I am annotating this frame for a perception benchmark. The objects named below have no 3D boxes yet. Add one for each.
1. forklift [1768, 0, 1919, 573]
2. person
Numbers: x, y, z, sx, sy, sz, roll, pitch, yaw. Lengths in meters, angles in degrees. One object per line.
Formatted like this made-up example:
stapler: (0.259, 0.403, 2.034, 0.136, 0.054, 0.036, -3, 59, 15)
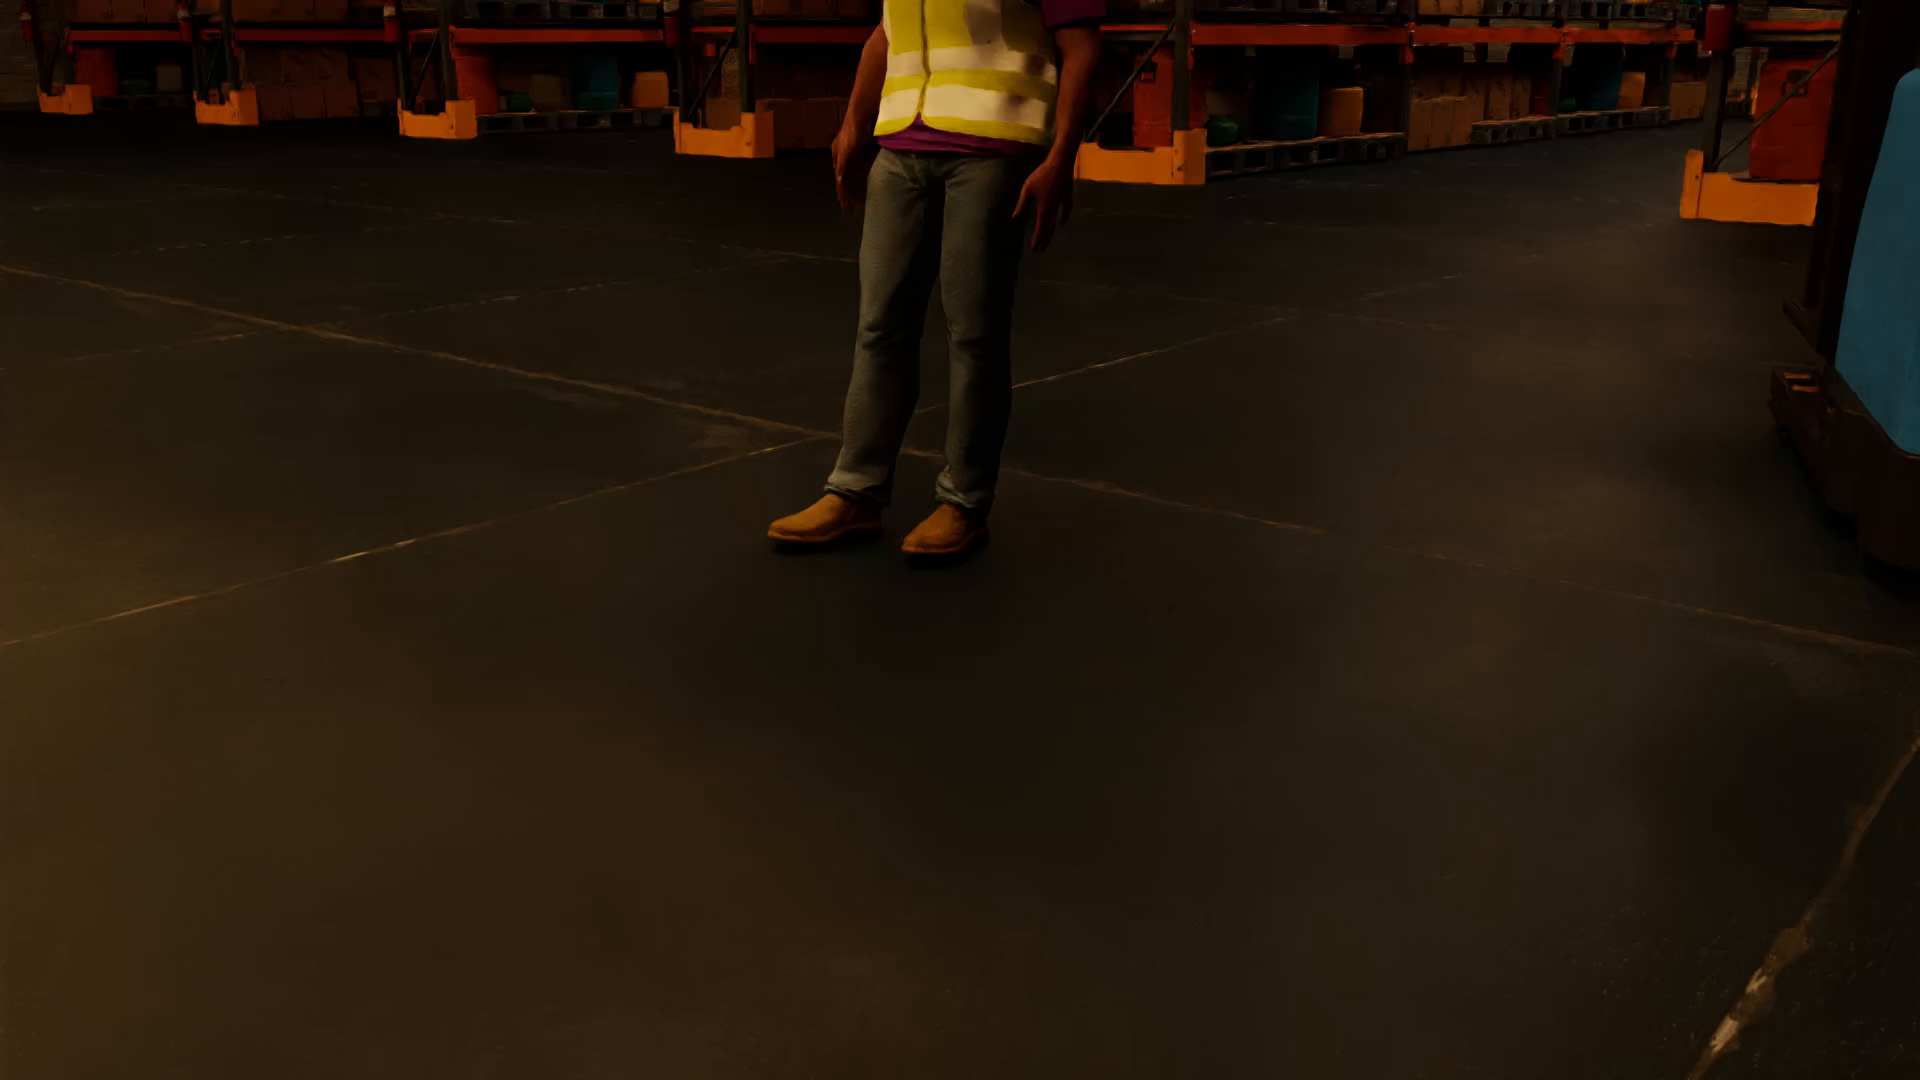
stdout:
forklift: (2.929, -1.634, 4.278, 1.130, 2.935, 3.031, 6, 18, 19)
person: (-0.049, -0.837, 3.635, 0.665, 1.766, 0.576, 13, 21, 37)
